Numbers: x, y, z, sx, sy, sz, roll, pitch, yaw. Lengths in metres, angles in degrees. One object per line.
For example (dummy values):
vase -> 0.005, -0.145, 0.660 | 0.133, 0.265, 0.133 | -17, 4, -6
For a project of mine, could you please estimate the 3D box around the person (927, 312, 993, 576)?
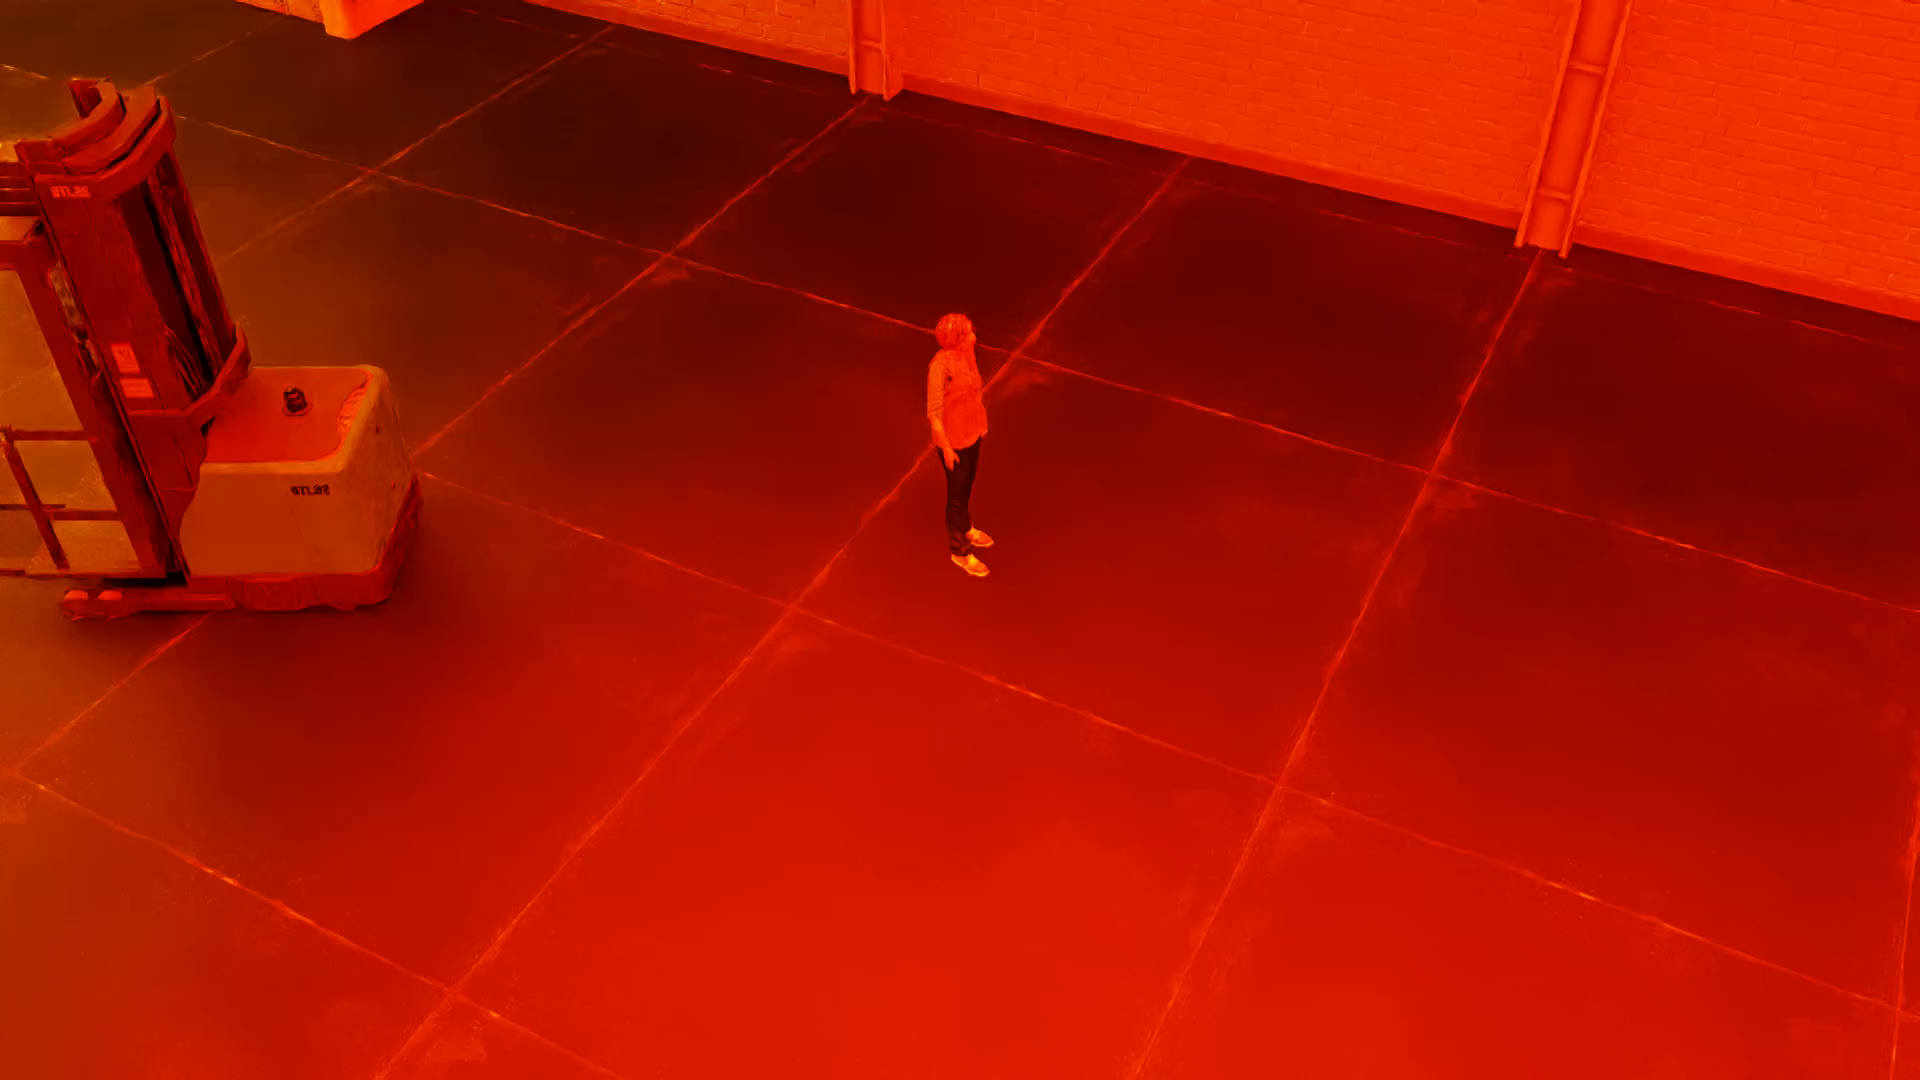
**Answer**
person -> 0.059, -0.586, 9.707 | 0.474, 1.597, 0.520 | 18, 43, 21

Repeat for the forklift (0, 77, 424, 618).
forklift -> -4.872, -1.010, 9.186 | 3.031, 2.935, 1.130 | -1, 40, -1
